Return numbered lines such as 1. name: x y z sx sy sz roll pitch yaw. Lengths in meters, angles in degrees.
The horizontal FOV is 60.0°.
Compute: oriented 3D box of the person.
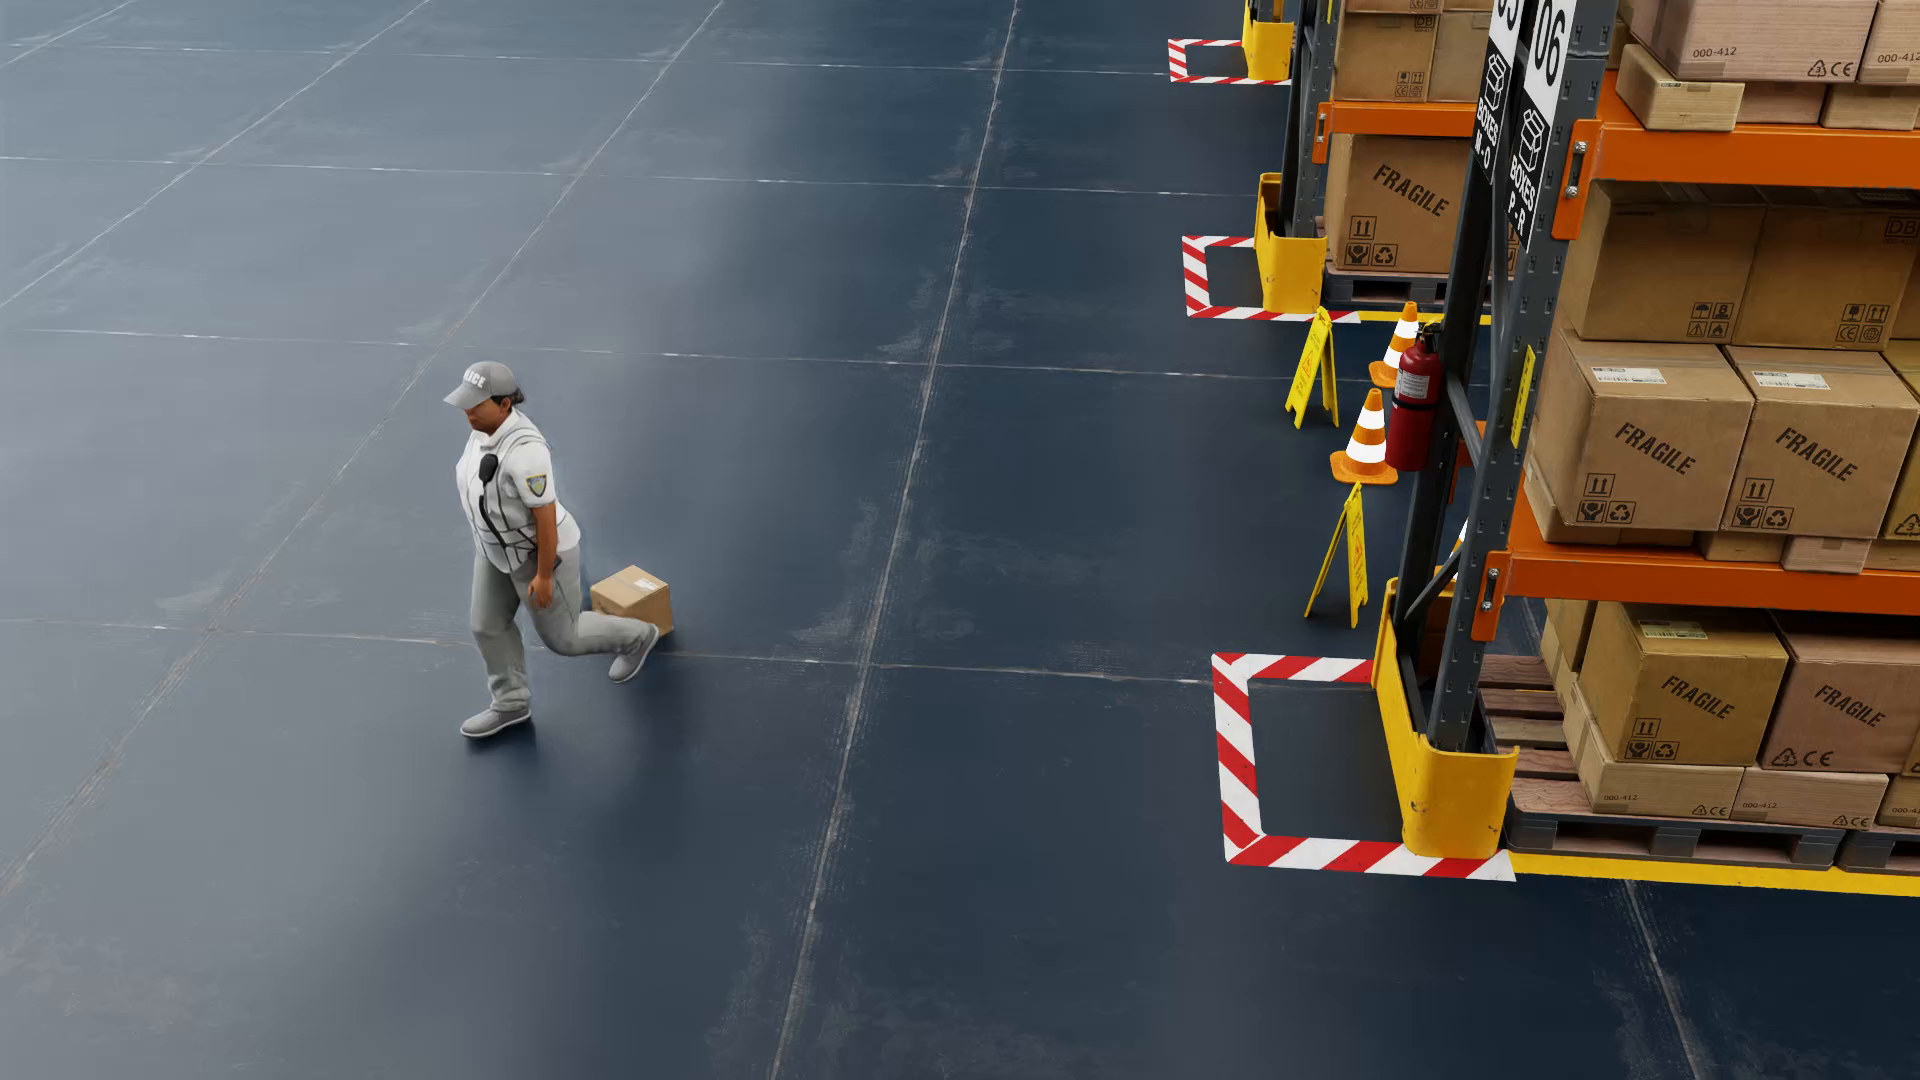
1. person: -1.669 0.014 6.622 0.875 1.623 0.488 -26 40 -35
